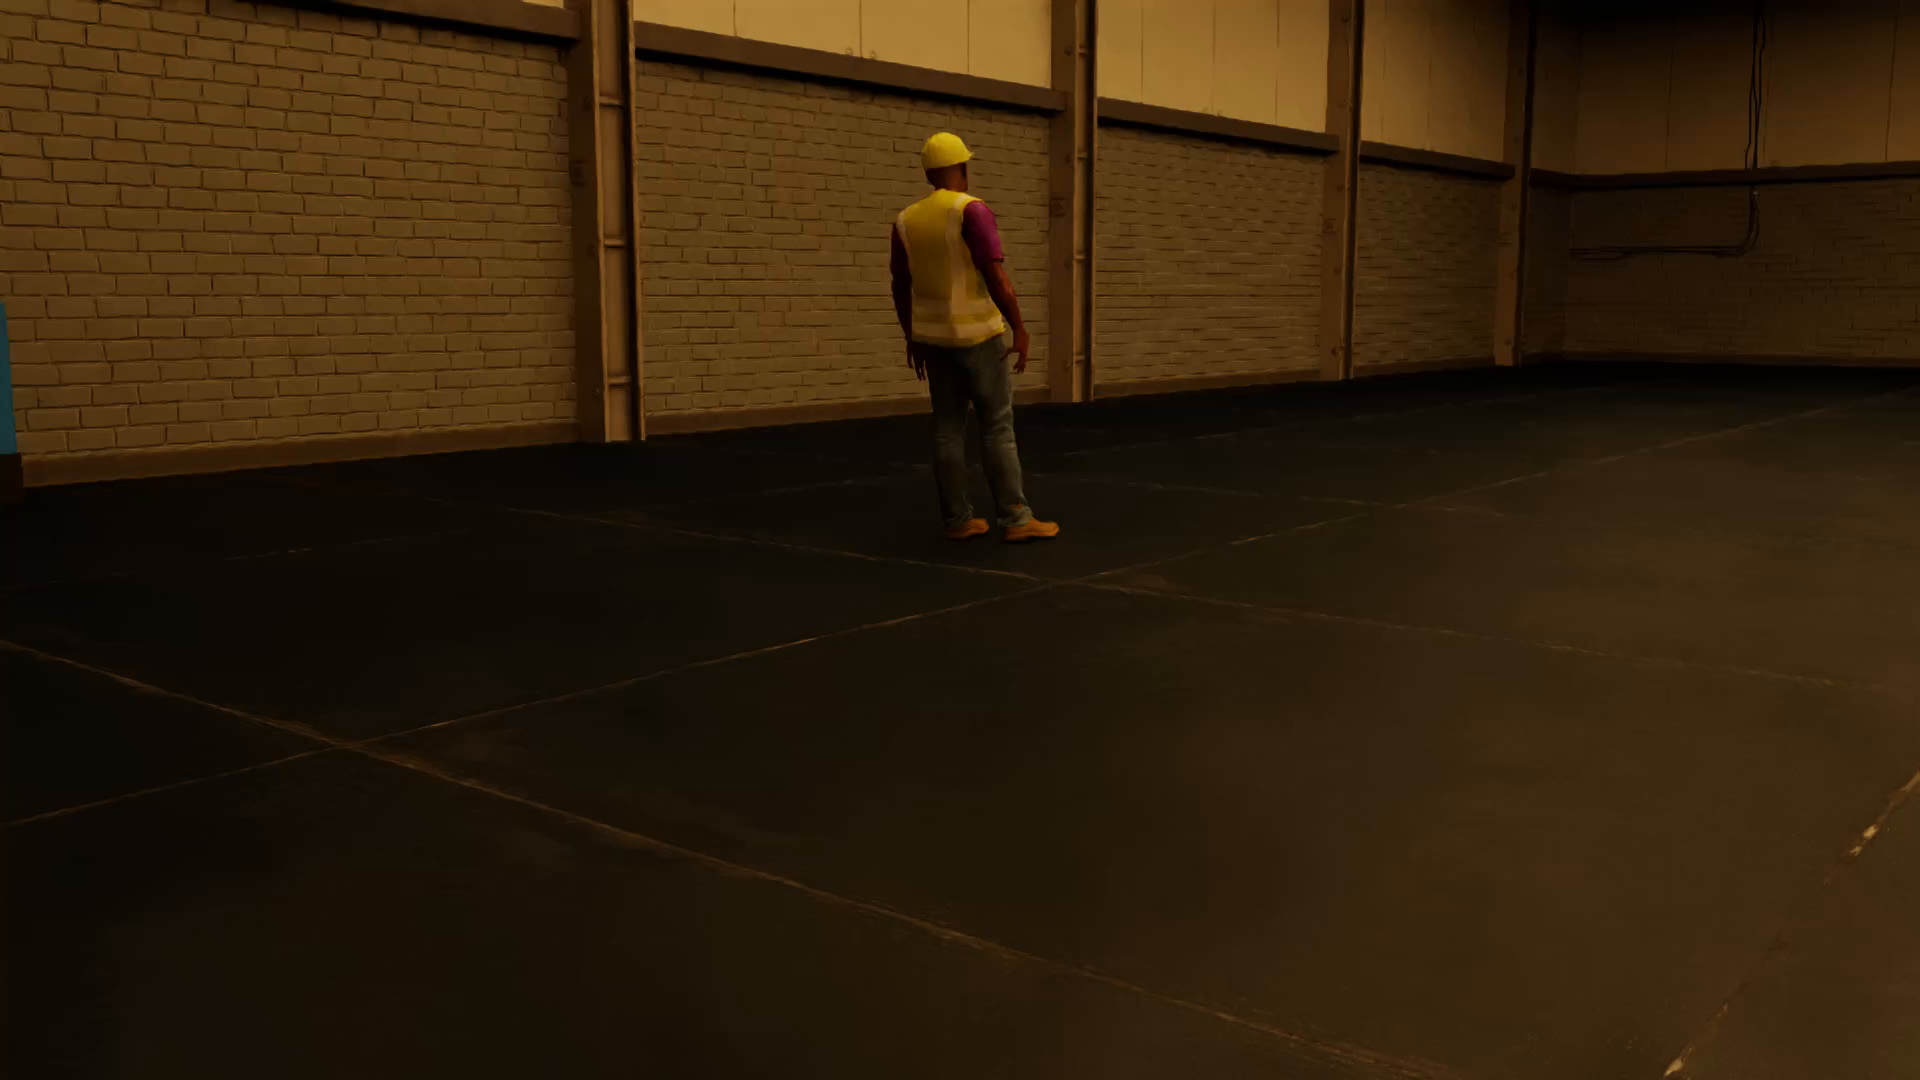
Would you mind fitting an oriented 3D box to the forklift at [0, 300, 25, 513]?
[{"bbox_3d":[-5.586,-1.395,6.817,1.130,2.935,3.031,3,9,19],"label":"forklift"}]

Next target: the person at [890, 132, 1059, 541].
[{"bbox_3d":[0.048,-0.888,7.326,0.665,1.766,0.576,7,11,38],"label":"person"}]
